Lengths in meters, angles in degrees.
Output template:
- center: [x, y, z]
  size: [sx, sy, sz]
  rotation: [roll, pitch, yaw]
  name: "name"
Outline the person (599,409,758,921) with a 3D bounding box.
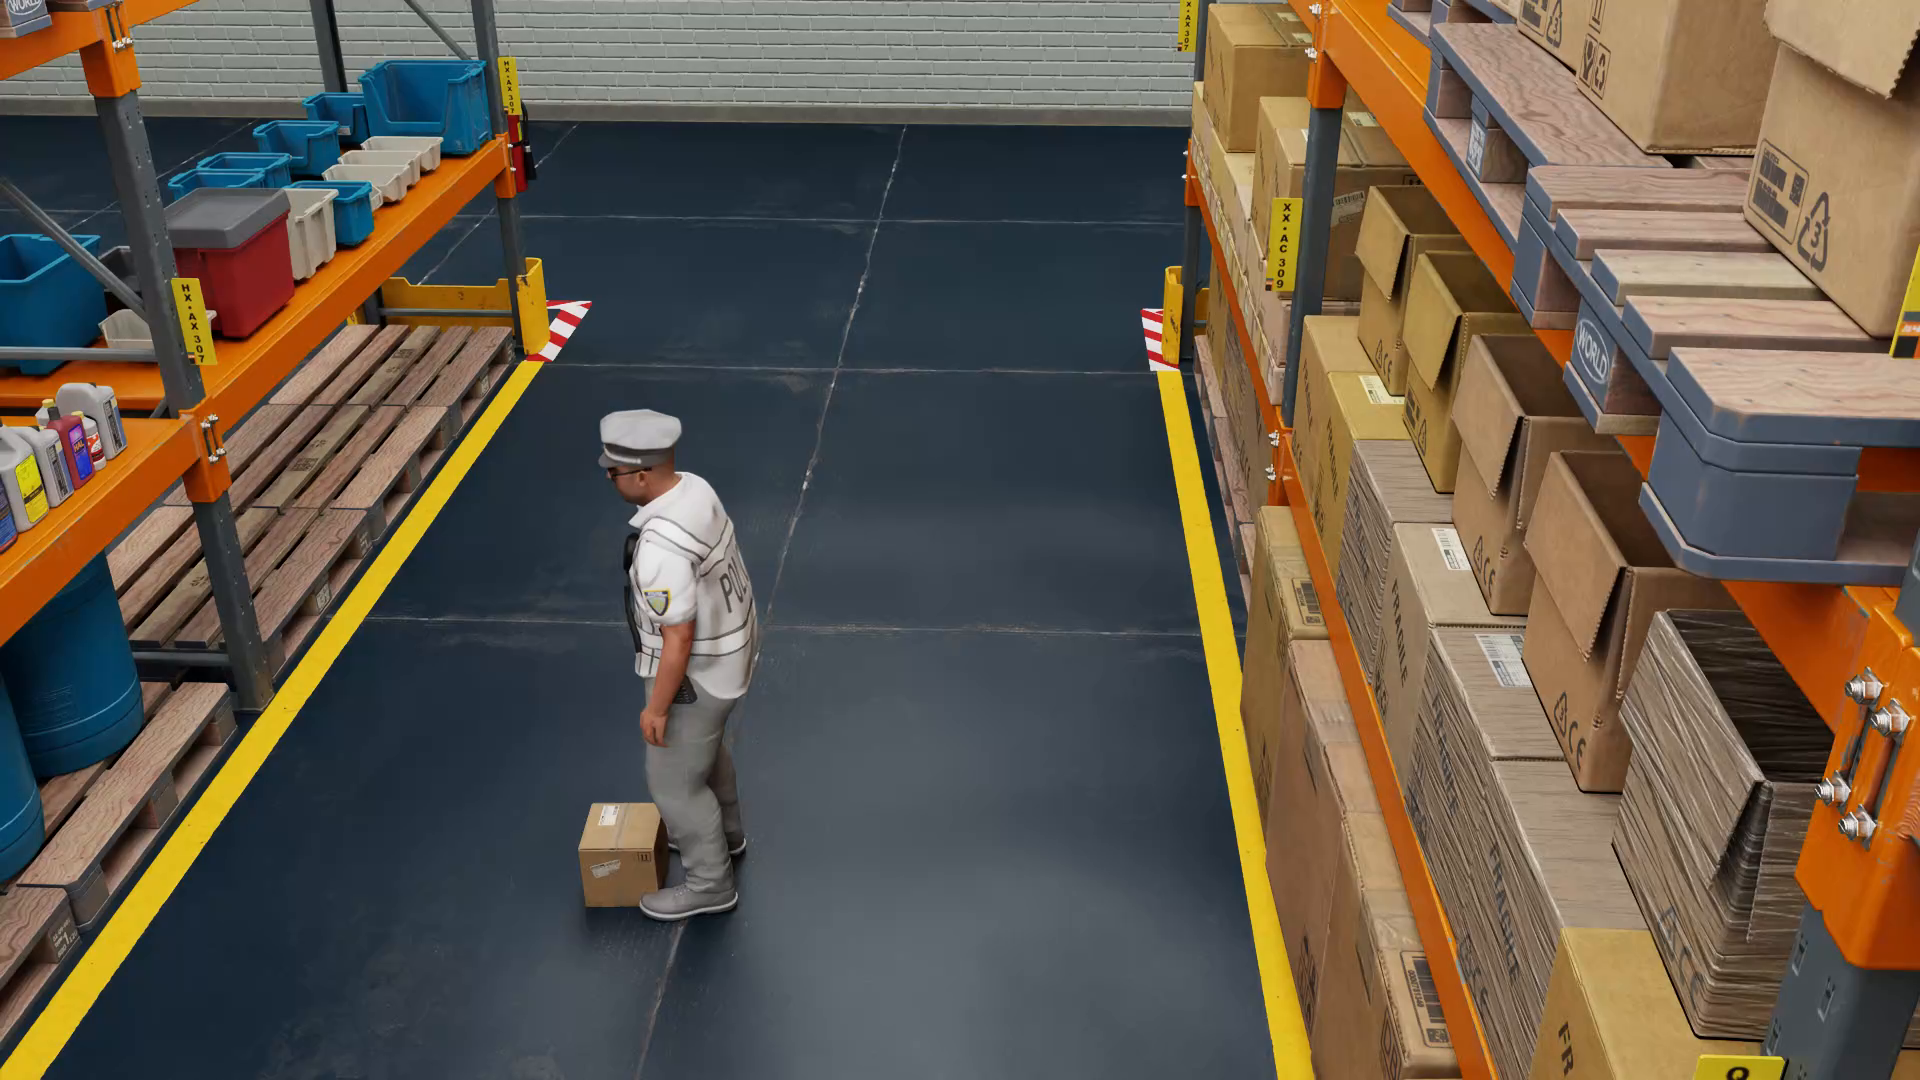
- center: [-0.871, 0.409, 5.338]
  size: [0.436, 1.746, 0.586]
  rotation: [1, 28, 2]
  name: "person"
